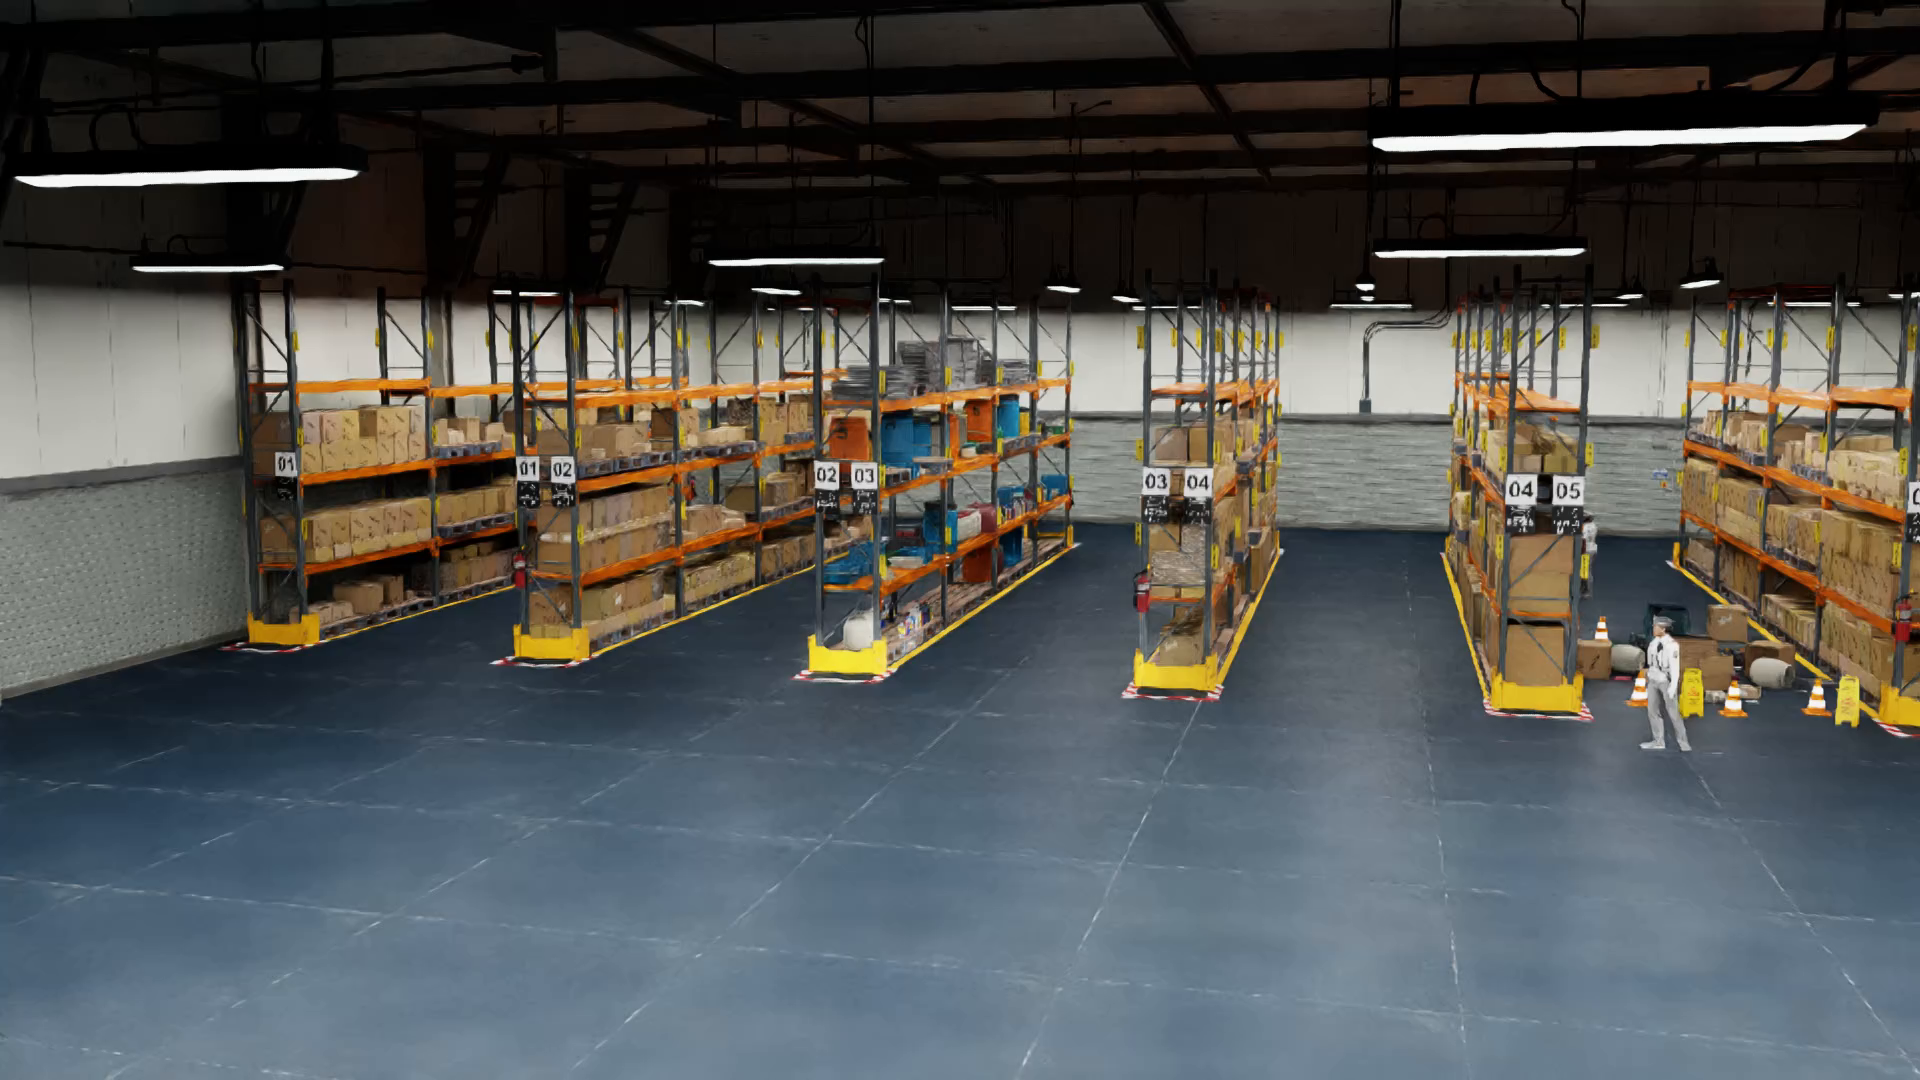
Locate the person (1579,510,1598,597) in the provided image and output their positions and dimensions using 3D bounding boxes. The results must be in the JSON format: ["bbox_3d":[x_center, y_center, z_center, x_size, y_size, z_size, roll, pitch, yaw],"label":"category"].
[{"bbox_3d":[12.256,0.256,32.613,0.469,1.677,0.497,6,9,43],"label":"person"}]

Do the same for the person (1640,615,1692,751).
[{"bbox_3d":[8.683,1.749,20.388,0.518,1.669,0.571,-1,7,-12],"label":"person"}]
